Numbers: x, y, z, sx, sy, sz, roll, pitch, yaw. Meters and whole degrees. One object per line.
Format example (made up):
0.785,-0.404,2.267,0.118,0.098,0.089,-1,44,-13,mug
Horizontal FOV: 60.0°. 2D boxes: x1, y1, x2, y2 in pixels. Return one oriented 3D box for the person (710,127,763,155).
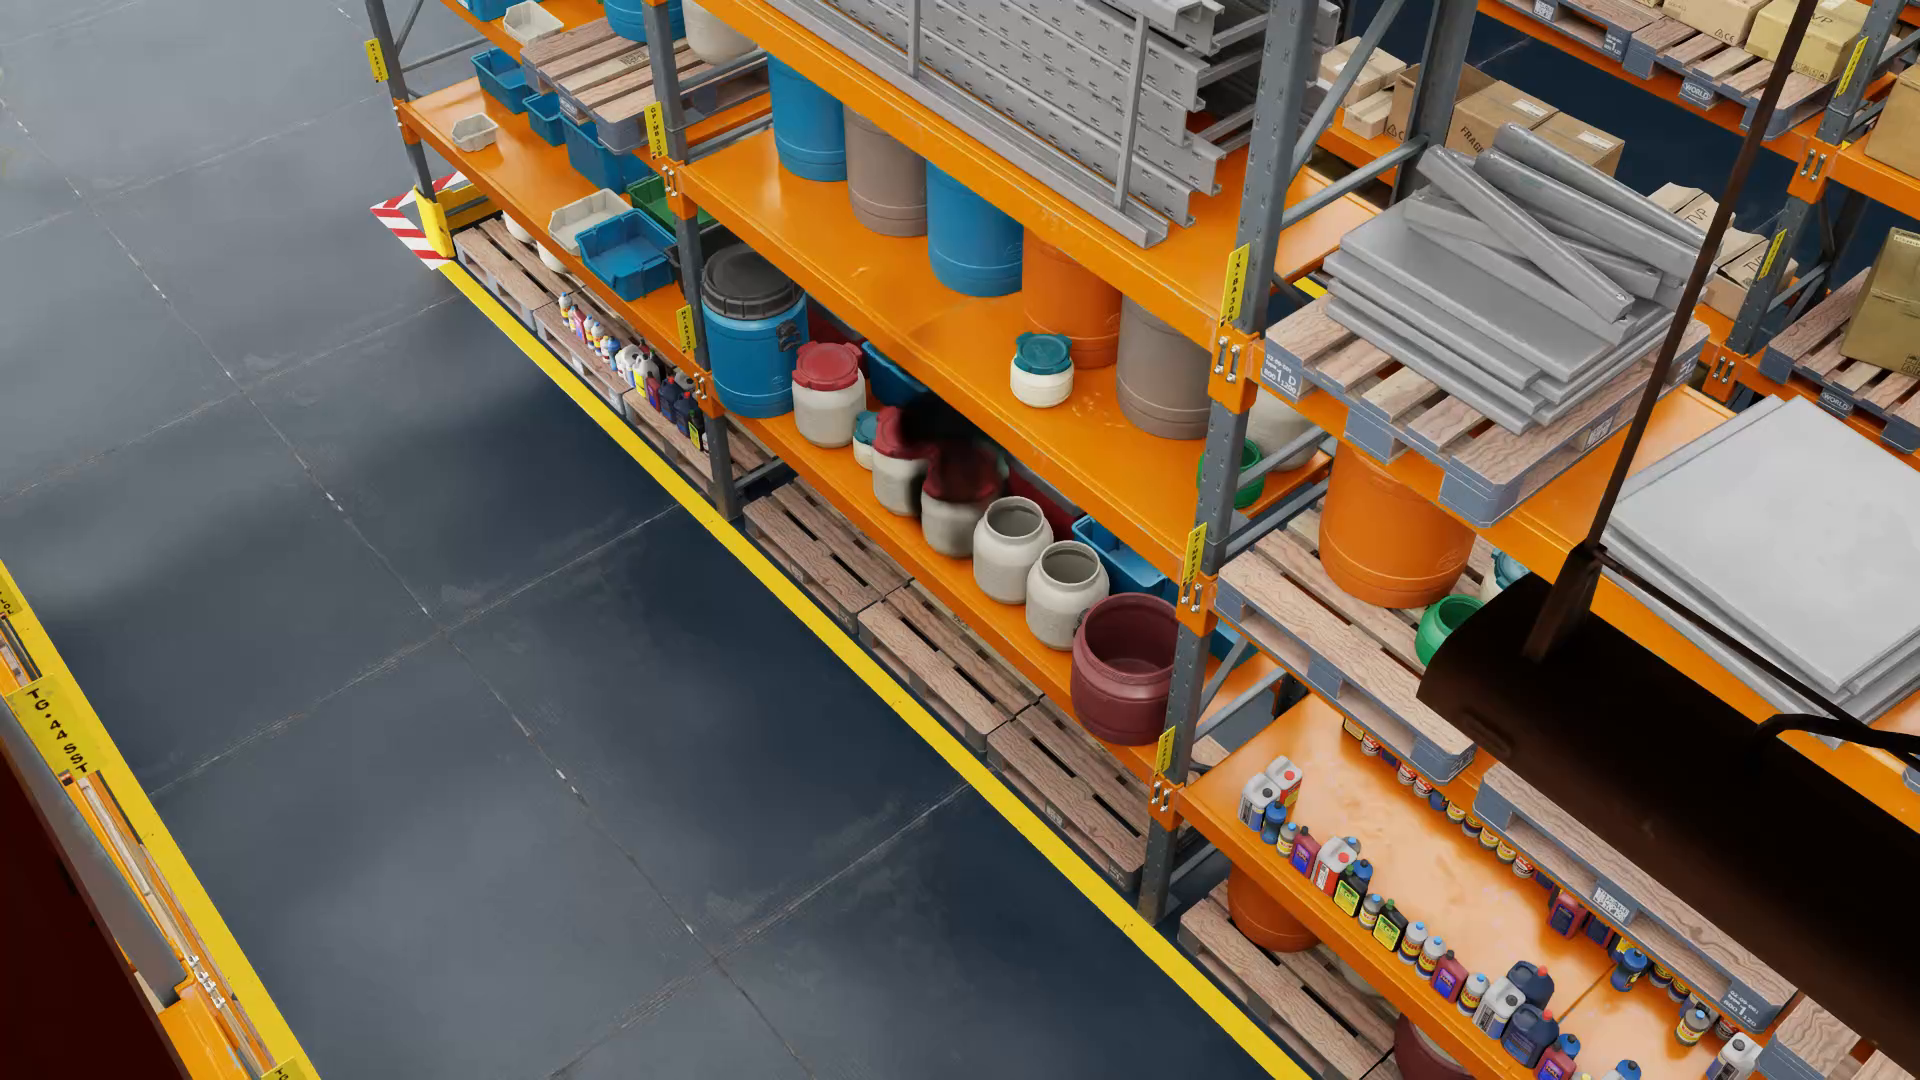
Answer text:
-1.712,-3.146,12.808,0.684,1.734,0.592,34,55,28,person
